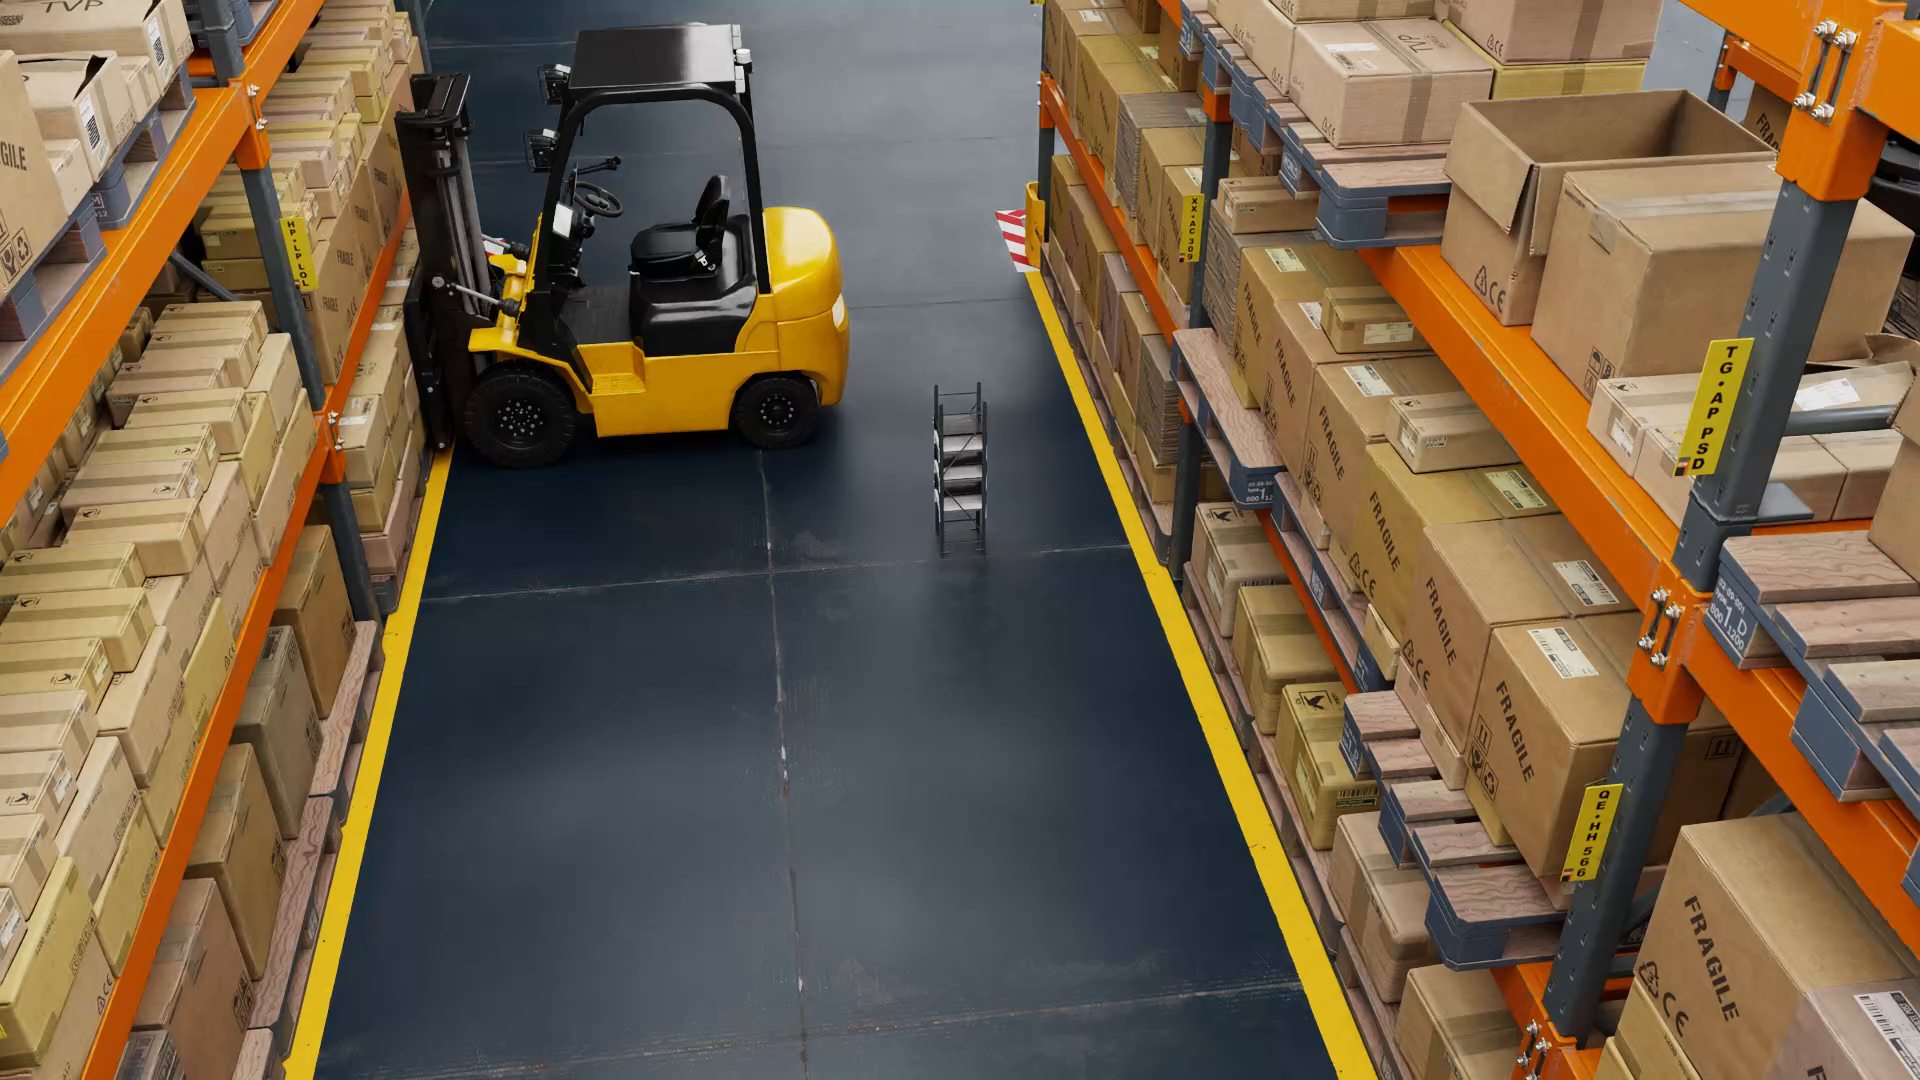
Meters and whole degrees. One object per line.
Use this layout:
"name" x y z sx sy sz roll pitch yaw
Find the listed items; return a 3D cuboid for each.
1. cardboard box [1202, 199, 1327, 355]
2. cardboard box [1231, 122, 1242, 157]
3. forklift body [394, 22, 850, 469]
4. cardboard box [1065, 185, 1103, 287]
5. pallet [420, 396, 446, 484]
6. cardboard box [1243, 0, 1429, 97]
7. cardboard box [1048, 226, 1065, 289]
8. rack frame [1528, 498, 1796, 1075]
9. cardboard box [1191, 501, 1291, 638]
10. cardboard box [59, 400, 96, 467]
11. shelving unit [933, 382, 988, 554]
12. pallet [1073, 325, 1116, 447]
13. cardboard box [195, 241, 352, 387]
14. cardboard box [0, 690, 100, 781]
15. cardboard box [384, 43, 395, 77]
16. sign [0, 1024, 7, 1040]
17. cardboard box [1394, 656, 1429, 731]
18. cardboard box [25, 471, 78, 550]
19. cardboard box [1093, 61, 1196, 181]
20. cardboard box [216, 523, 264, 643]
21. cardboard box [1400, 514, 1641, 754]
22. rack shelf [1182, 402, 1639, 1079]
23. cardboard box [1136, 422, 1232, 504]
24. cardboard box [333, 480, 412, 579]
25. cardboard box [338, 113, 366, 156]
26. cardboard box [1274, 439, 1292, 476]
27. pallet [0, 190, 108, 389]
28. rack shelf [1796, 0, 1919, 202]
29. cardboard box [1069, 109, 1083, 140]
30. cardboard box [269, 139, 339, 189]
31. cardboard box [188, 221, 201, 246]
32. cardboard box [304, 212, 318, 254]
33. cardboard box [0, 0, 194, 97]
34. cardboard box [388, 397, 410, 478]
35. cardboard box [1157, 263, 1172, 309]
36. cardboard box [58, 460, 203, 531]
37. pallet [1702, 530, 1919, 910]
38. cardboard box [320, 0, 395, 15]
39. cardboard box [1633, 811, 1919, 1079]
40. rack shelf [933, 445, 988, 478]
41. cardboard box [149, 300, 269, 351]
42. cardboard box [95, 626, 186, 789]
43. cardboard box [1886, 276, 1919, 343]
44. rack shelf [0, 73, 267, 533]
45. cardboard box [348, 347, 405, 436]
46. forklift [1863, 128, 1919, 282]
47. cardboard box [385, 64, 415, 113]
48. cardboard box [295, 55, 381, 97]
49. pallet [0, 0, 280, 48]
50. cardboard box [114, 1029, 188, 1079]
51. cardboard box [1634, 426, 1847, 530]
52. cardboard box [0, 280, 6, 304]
"cardboard box" 1.365 -1.149 7.175 0.500 0.500 0.500 -4 34 -5
"cardboard box" 1.694 -2.221 8.233 0.700 0.500 0.500 -4 34 -6
"forklift body" -1.807 -1.678 9.431 2.313 2.155 1.214 -4 35 -6
"cardboard box" 0.961 -1.898 10.403 0.500 0.500 0.500 -6 35 -8
"pallet" -3.565 -0.694 9.709 1.003 0.211 1.213 -4 35 -6
"cardboard box" 1.336 -1.806 5.962 0.500 0.250 0.500 -5 35 -7
"cardboard box" 0.882 -1.893 11.061 0.500 0.250 0.500 -5 35 -7
"rack frame" 2.124 1.138 4.546 1.000 3.000 0.127 -4 35 -6
"cardboard box" 1.659 0.110 8.014 0.950 0.372 0.625 -4 34 -6
"cardboard box" -3.426 -0.379 6.107 0.380 0.149 0.250 -5 35 -7
"shelving unit" 0.001 -0.367 8.619 0.258 0.900 0.210 -4 35 -6
"pallet" 1.293 -0.997 10.154 1.003 0.211 1.213 -4 35 -6
"cardboard box" -3.133 -1.025 7.631 0.500 0.500 0.500 -5 35 -8
"cardboard box" -2.690 0.571 4.713 0.380 0.149 0.250 -4 34 -6
"cardboard box" -3.508 -2.796 9.653 0.380 0.149 0.250 -4 34 -5
"sign" -2.258 1.023 3.755 0.100 0.325 0.005 -4 35 -6
"cardboard box" 1.635 0.480 5.360 0.380 0.149 0.250 -6 35 -9
"cardboard box" -3.403 0.010 5.890 0.500 0.250 0.500 -5 35 -8
"cardboard box" 1.056 -2.349 9.310 0.500 0.500 0.500 -5 35 -7
"cardboard box" -2.896 0.166 6.104 0.500 0.250 0.500 -4 34 -6
"cardboard box" 1.707 0.279 5.079 0.500 0.500 0.500 -5 35 -7
"rack shelf" 1.855 0.319 6.386 1.077 0.370 4.000 -4 35 -6
"cardboard box" 1.240 -0.441 8.932 0.500 0.250 0.500 -3 34 -4
"cardboard box" -3.069 -0.049 8.356 0.500 0.250 0.500 -4 34 -6
"cardboard box" -3.303 -2.088 8.614 0.380 0.149 0.250 -5 35 -7
"cardboard box" 1.479 -0.393 6.642 0.380 0.149 0.250 -4 34 -6
"pallet" -3.128 -0.642 4.661 1.003 0.211 1.213 -3 34 -4
"rack shelf" 2.393 0.237 1.534 1.077 0.370 4.000 -4 35 -6
"cardboard box" 0.880 -2.579 10.222 0.380 0.149 0.250 -4 34 -6
"cardboard box" -3.182 -1.781 7.900 0.380 0.149 0.250 -4 34 -5
"cardboard box" -3.725 -1.471 7.709 0.380 0.149 0.250 -4 34 -5
"cardboard box" -3.151 -1.368 7.558 0.380 0.149 0.250 -4 34 -5
"cardboard box" -2.993 -1.749 5.735 0.500 0.311 0.500 -5 35 -8
"cardboard box" -3.161 -0.535 8.624 0.500 0.250 0.500 -5 35 -7
"cardboard box" 1.200 -1.286 8.325 0.380 0.149 0.250 -4 34 -5
"cardboard box" -2.865 -0.141 5.758 0.380 0.149 0.250 -4 34 -6
"pallet" 2.263 0.331 3.233 1.213 0.211 1.003 -3 34 -4
"cardboard box" -3.613 -3.197 9.977 0.380 0.149 0.250 -4 35 -6
"cardboard box" 1.948 0.977 3.805 0.500 0.500 0.500 -5 35 -8
"rack shelf" 0.001 -0.414 8.587 0.258 0.077 0.200 -4 35 -6
"cardboard box" -3.066 -0.852 6.801 0.380 0.149 0.250 -3 34 -5
"cardboard box" -2.731 0.532 5.124 0.500 0.250 0.500 -5 35 -8
"cardboard box" 6.337 -1.680 10.195 0.875 0.875 0.875 -4 34 -6
"rack shelf" -3.063 -0.543 4.987 1.077 0.370 4.000 -4 35 -6
"cardboard box" -3.145 -0.747 8.492 0.500 0.250 0.500 -4 35 -6
"forklift" 3.911 -0.376 6.828 1.130 2.935 3.031 29 44 35
"cardboard box" -3.483 -2.445 9.714 0.500 0.500 0.500 -3 34 -5
"cardboard box" -3.342 -2.492 8.944 0.380 0.149 0.250 -4 34 -5
"pallet" -3.473 -2.394 7.142 1.003 0.211 1.213 -4 35 -6
"cardboard box" -2.865 1.974 5.054 0.875 0.625 0.625 -3 34 -5
"cardboard box" 1.873 -0.158 4.006 0.380 0.149 0.250 -4 35 -6
"cardboard box" -2.817 -0.677 3.994 0.700 0.500 0.500 -5 35 -7
